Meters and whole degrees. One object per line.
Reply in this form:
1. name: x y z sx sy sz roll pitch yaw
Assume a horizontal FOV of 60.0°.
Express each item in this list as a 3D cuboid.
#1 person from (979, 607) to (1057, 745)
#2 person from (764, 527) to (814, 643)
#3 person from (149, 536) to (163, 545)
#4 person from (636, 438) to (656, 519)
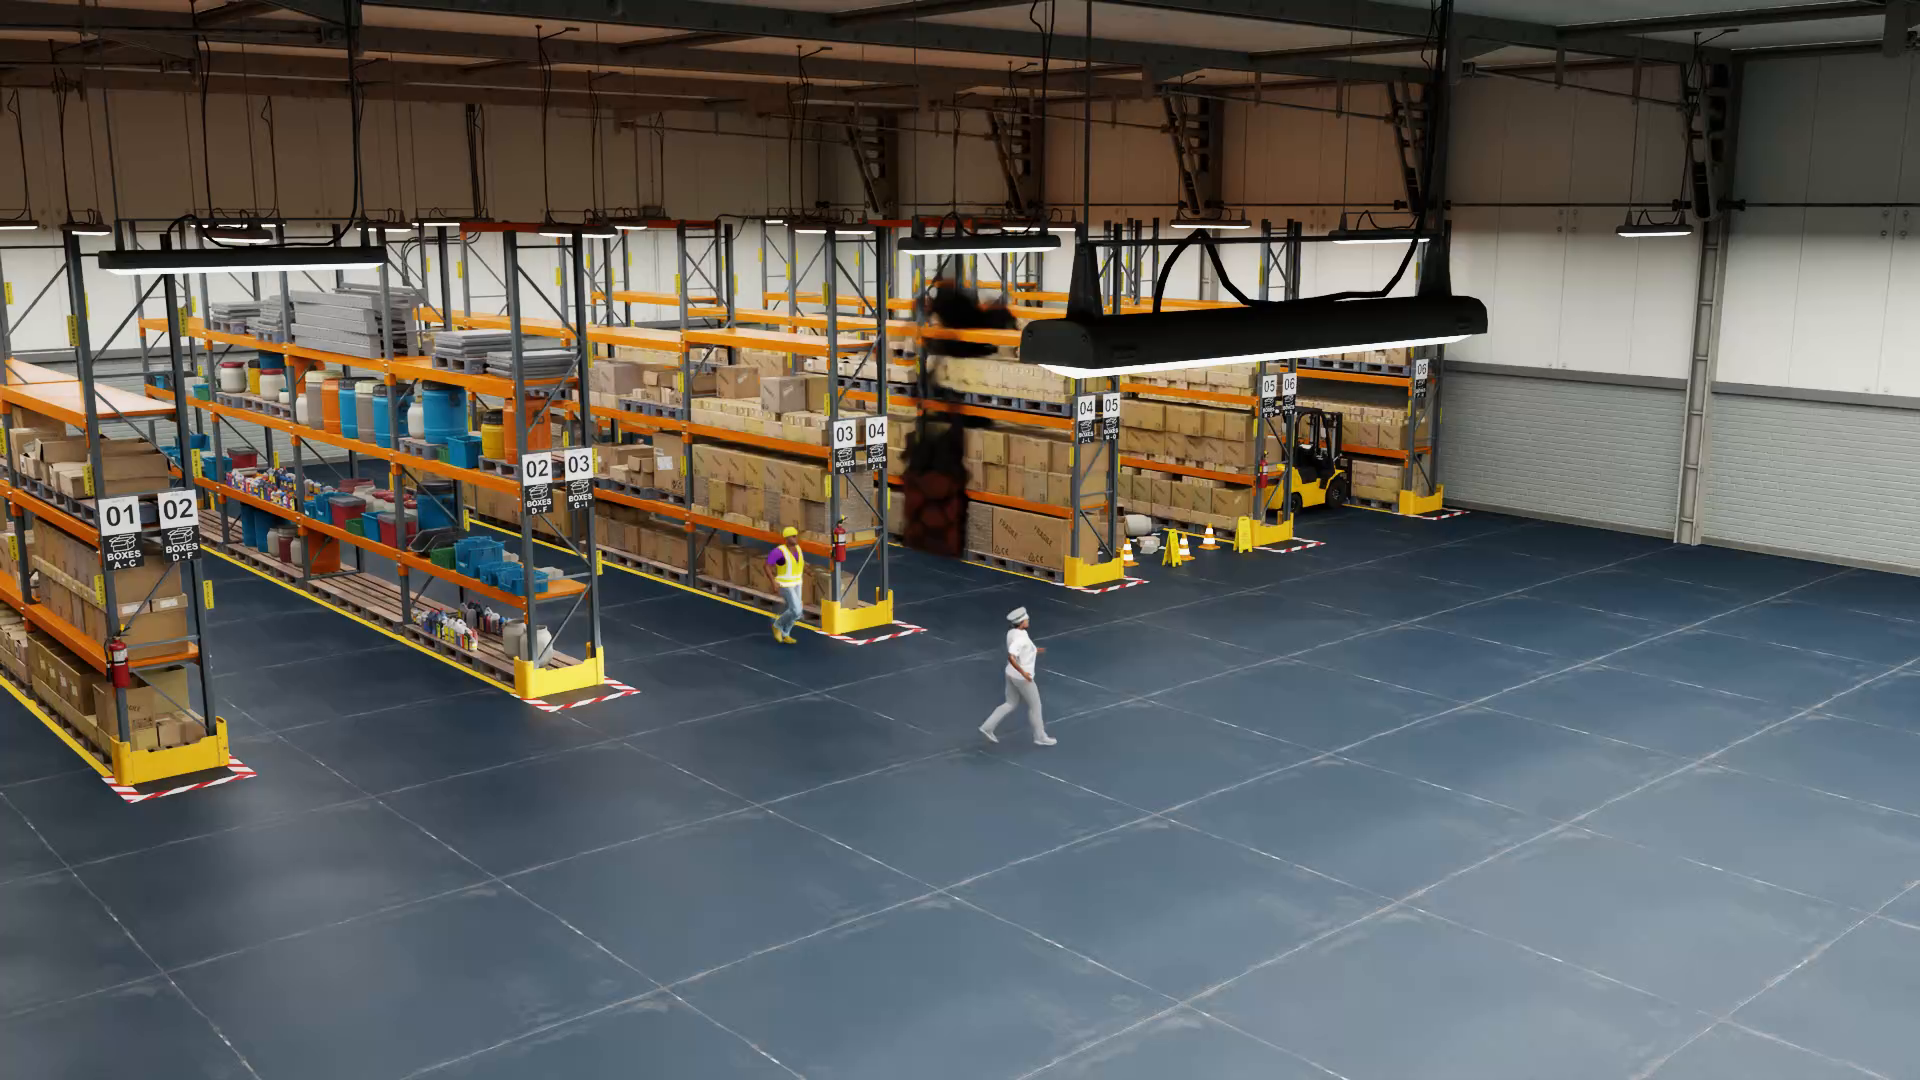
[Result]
1. person: 0.710 1.611 19.506 0.906 1.684 0.575 -4 12 -20
2. person: -2.438 0.660 24.221 0.559 1.727 0.704 7 14 32
3. person: -13.144 0.111 26.933 0.750 1.847 0.691 10 15 41
4. person: -6.379 -1.186 33.382 0.954 1.726 0.664 10 15 40
